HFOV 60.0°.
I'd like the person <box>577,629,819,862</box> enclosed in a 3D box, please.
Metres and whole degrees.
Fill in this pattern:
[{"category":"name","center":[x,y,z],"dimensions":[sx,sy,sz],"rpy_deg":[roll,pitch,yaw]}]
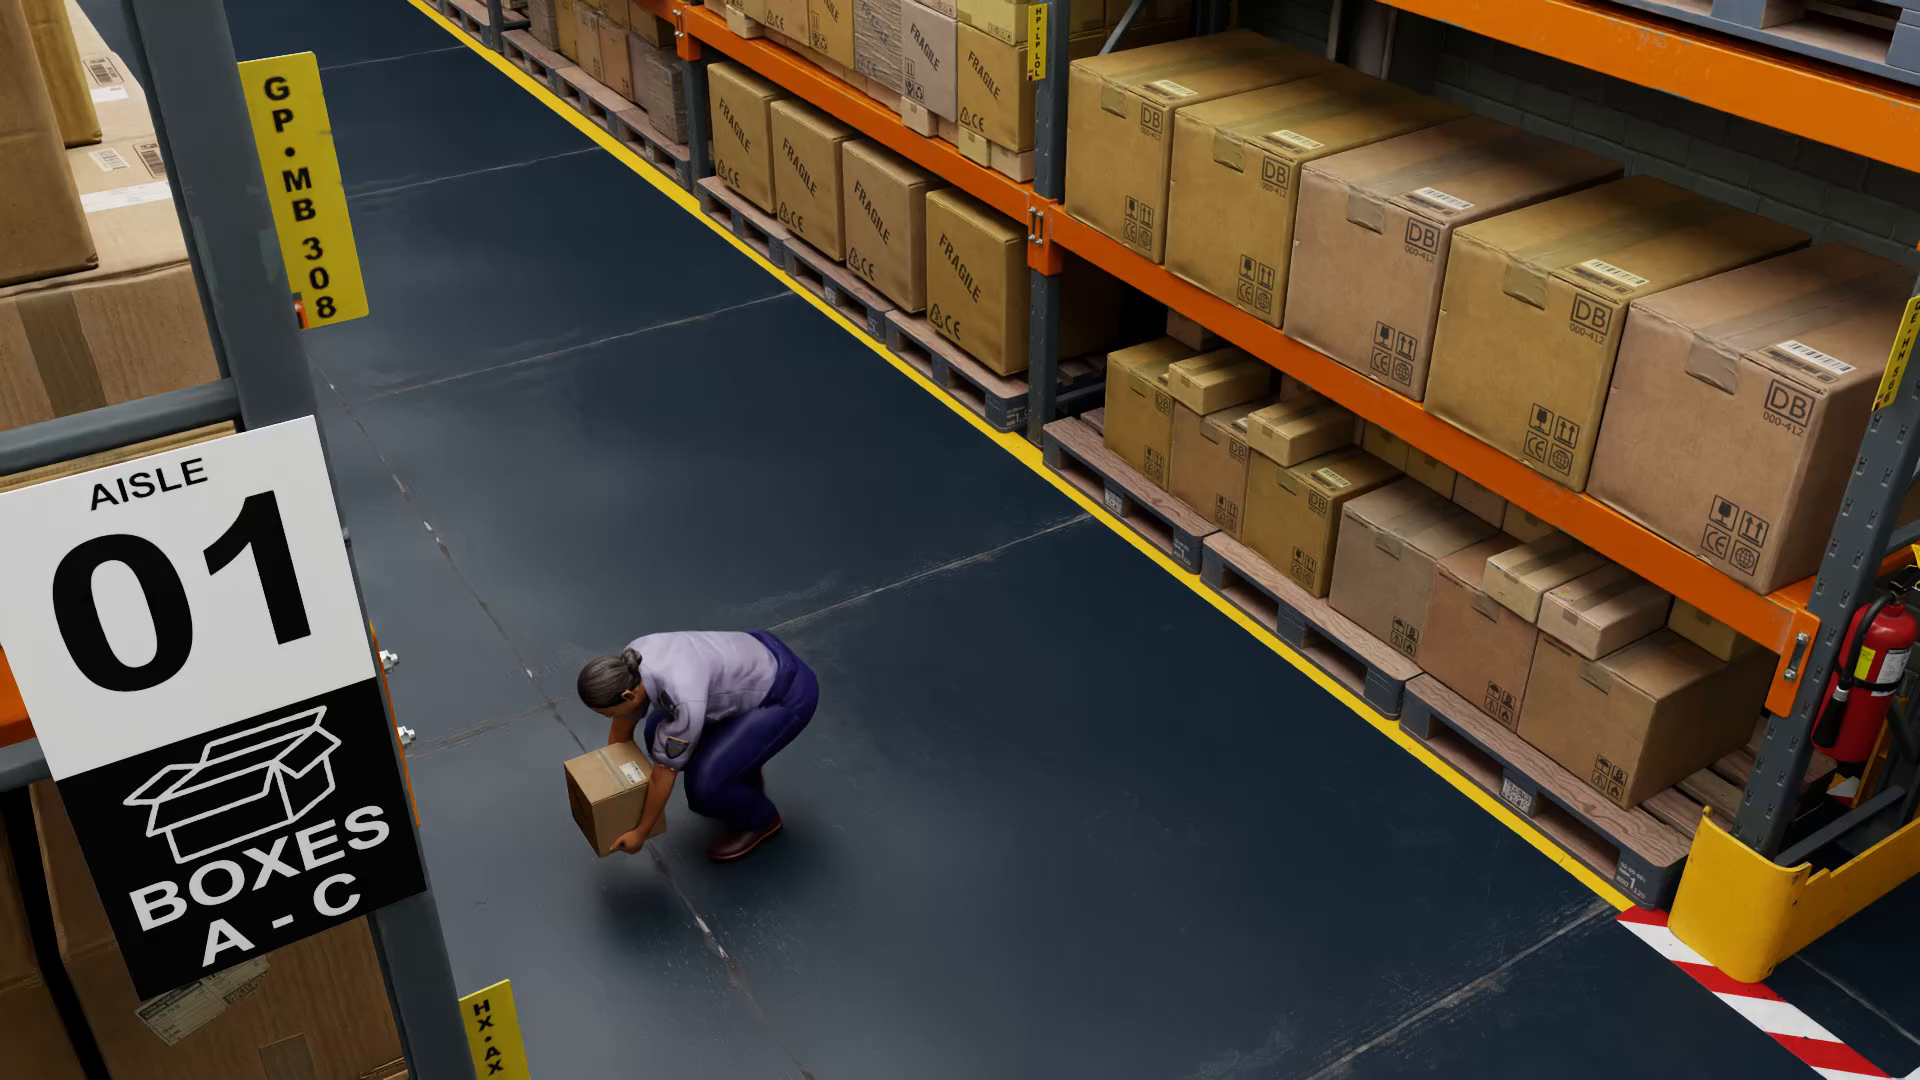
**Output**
[{"category":"person","center":[-0.903,0.664,5.786],"dimensions":[0.856,0.938,0.502],"rpy_deg":[-20,38,-28]}]
